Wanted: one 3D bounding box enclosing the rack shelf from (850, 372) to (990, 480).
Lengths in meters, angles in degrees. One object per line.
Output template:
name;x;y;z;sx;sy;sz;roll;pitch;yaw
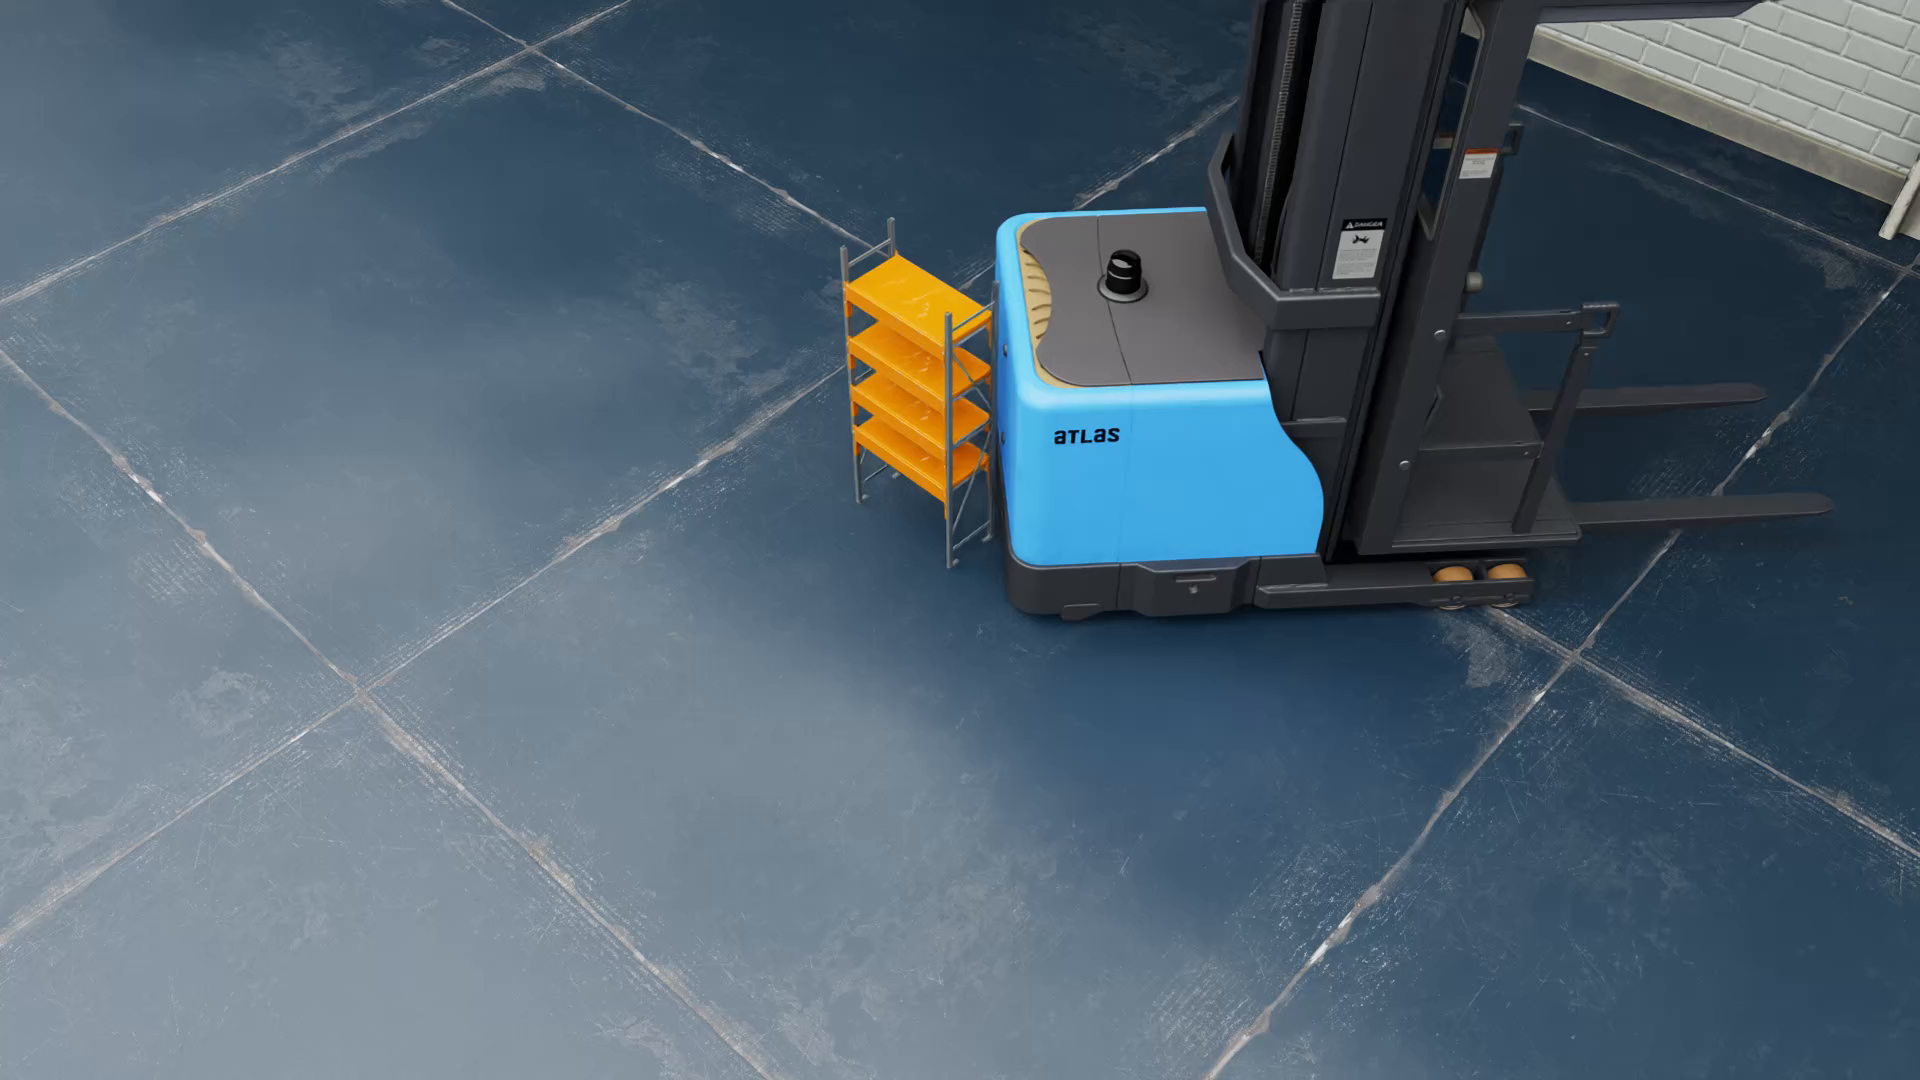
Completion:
rack shelf;-0.135;-0.446;5.938;0.480;0.148;0.258;35;56;29

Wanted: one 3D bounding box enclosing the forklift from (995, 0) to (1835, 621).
forklift;1.654;-1.137;5.307;3.031;2.935;1.130;-3;47;-3

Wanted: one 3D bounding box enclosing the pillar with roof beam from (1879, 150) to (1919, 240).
pillar with roof beam;1.498;-2.143;2.090;0.400;9.000;9.100;34;55;28

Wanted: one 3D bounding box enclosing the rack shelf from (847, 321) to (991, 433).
rack shelf;-0.135;-0.599;5.775;0.480;0.148;0.258;35;56;29

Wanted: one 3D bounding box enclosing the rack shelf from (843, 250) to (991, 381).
rack shelf;-0.135;-0.761;5.603;0.480;0.148;0.258;35;56;29

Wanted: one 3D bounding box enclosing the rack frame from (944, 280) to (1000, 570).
rack frame;0.039;-0.368;5.772;0.015;1.200;0.240;35;56;29

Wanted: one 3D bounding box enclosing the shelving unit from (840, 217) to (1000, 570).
shelving unit;-0.135;-0.492;5.889;0.503;1.200;0.258;35;56;29

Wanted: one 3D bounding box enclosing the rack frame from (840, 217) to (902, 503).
rack frame;-0.309;-0.617;6.006;0.015;1.200;0.240;35;56;29

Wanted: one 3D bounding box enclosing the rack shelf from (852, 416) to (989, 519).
rack shelf;-0.135;-0.310;6.083;0.480;0.148;0.258;35;56;29
